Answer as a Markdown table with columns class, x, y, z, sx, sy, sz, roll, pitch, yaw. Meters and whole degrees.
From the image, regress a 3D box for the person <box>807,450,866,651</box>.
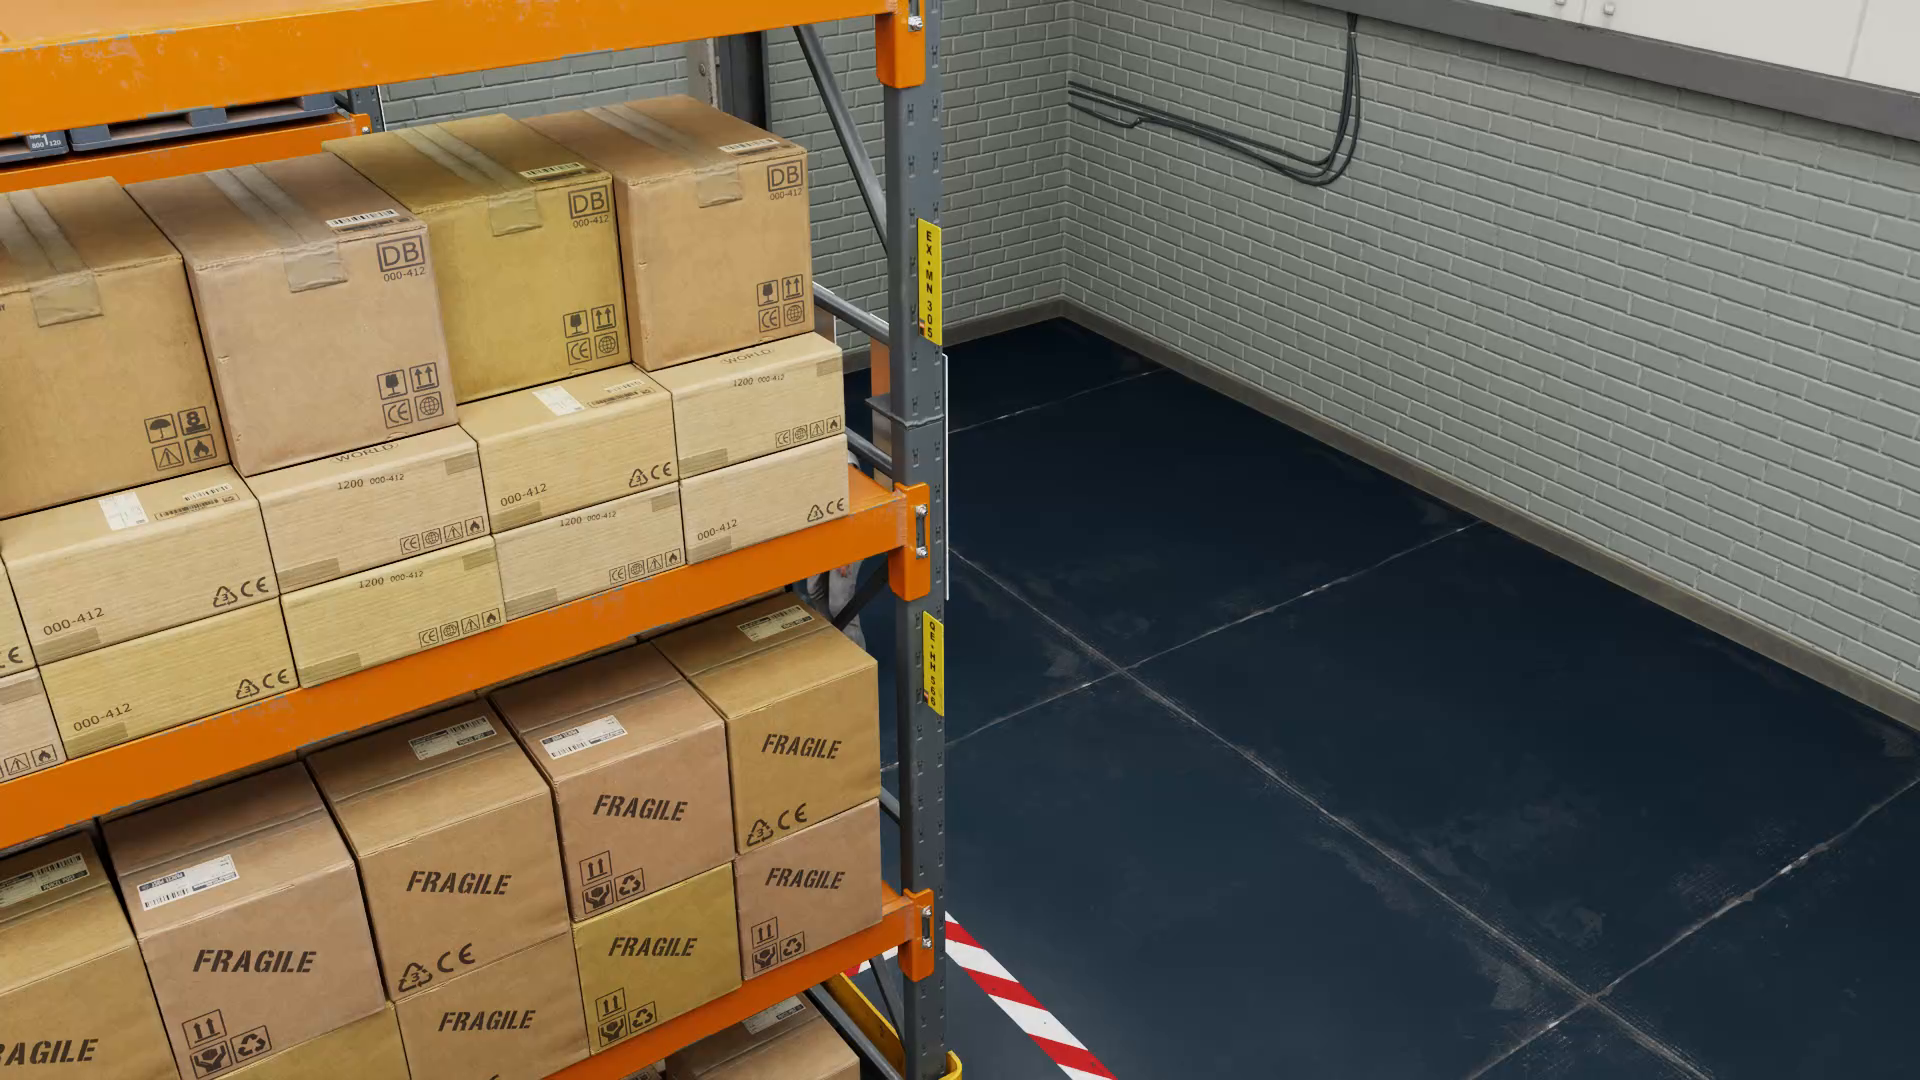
| class | x | y | z | sx | sy | sz | roll | pitch | yaw |
| --- | --- | --- | --- | --- | --- | --- | --- | --- | --- |
| person | -0.658 | 0.014 | 8.610 | 0.343 | 1.593 | 0.460 | -19 | 34 | -30 |
